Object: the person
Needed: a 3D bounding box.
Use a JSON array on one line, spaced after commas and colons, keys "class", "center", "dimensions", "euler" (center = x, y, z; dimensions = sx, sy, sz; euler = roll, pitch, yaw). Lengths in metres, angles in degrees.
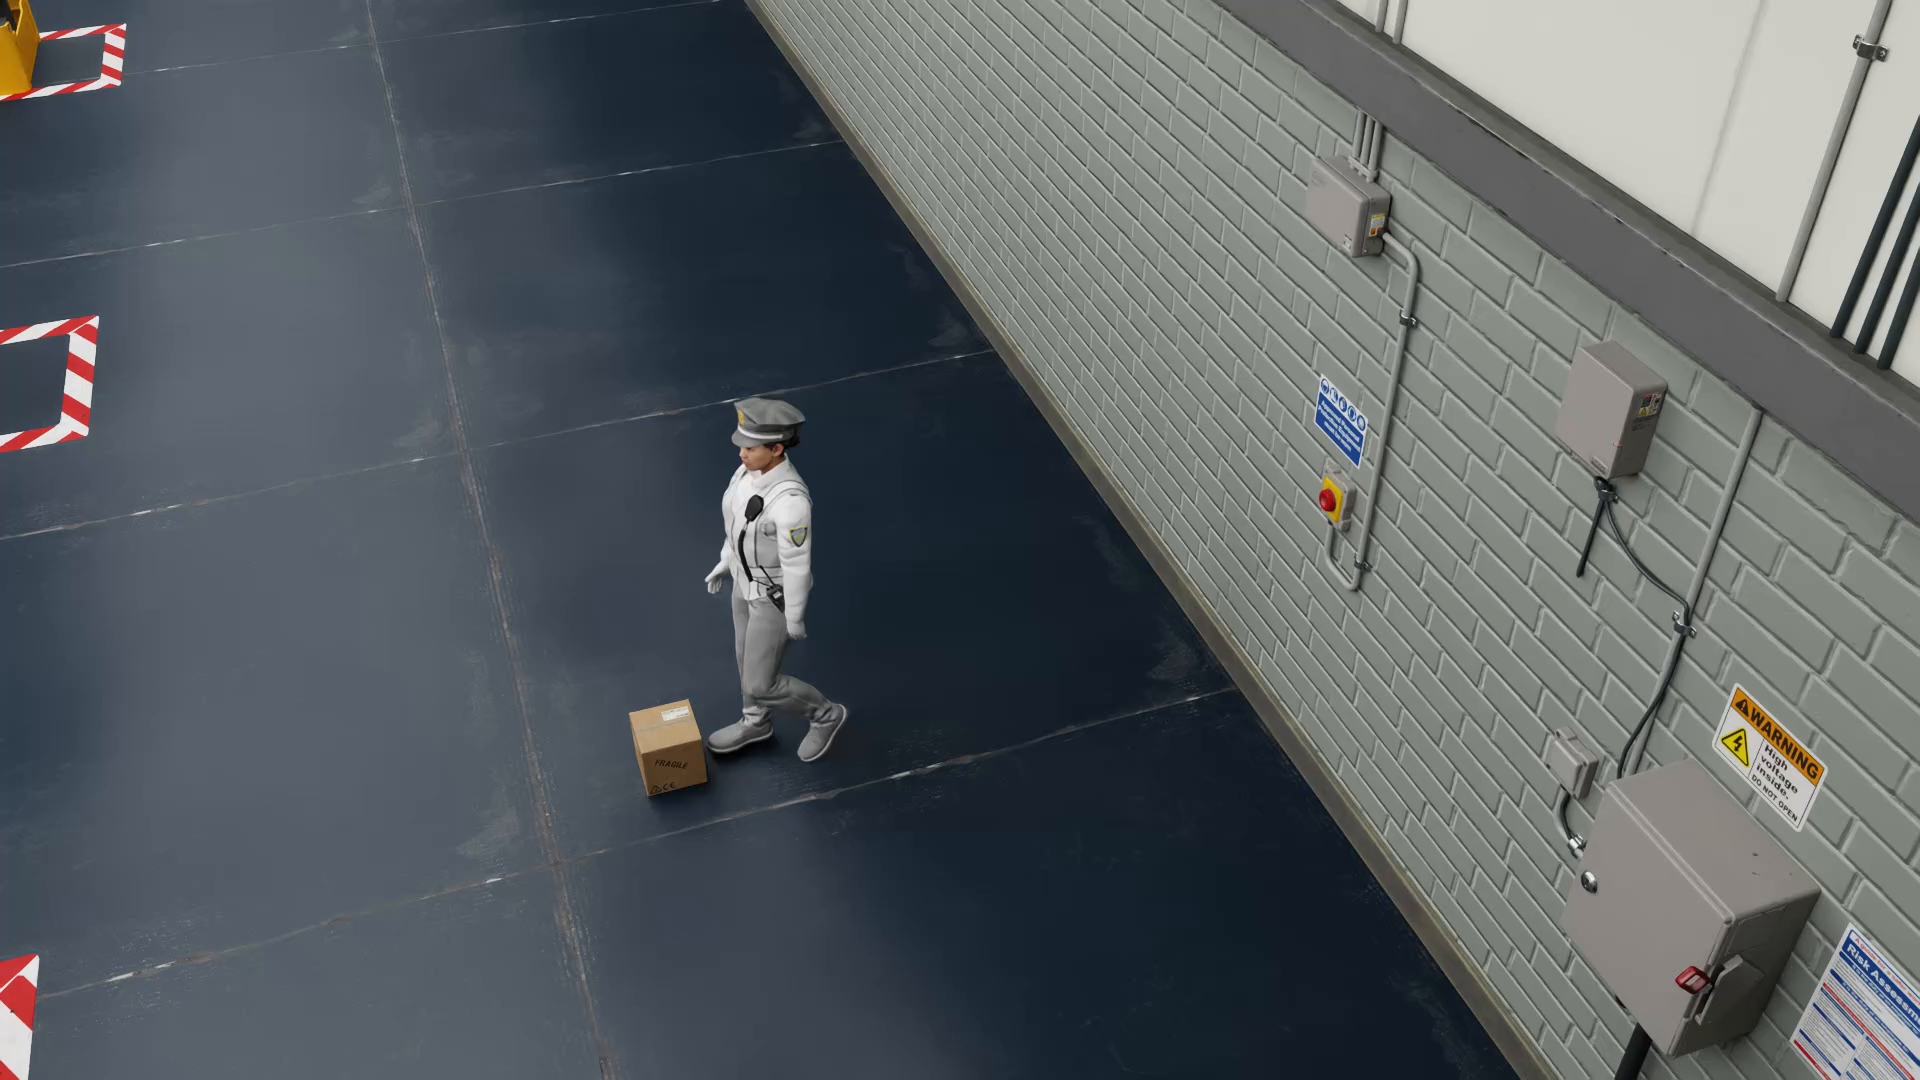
[{"class": "person", "center": [-0.775, 0.191, 6.488], "dimensions": [0.554, 1.672, 0.502], "euler": [-16, 41, -19]}]
